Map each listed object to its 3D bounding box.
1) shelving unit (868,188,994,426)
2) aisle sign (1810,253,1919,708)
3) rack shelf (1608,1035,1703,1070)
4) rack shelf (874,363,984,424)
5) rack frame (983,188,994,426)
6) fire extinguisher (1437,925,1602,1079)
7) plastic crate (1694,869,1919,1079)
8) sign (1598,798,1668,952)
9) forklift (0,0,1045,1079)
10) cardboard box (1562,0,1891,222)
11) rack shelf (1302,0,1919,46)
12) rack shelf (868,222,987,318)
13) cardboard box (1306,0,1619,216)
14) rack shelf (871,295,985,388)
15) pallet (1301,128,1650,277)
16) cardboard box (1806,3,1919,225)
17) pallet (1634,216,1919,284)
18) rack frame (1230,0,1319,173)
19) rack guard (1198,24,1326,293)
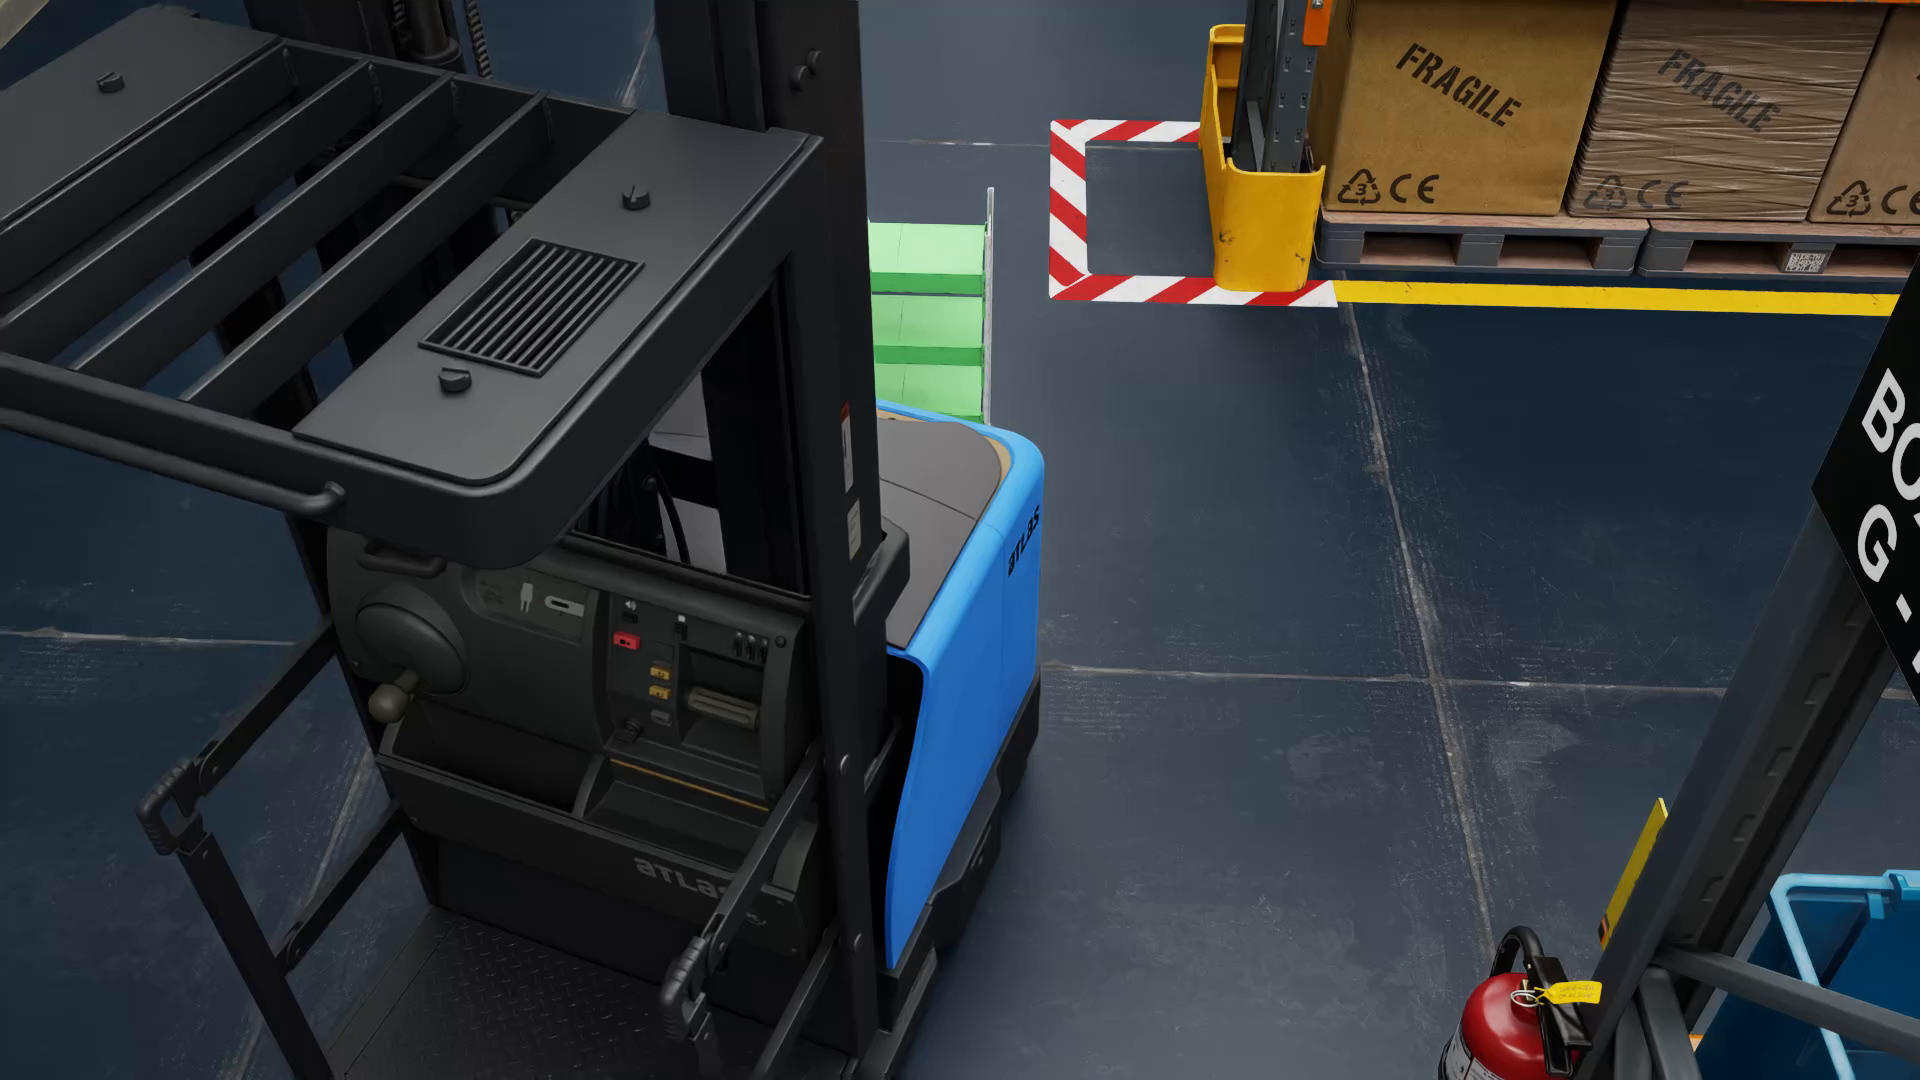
[{"bbox_3d":[-0.165,-0.444,4.846,0.503,1.200,0.258,2,43,2],"label":"shelving unit"},{"bbox_3d":[0.902,-0.209,1.366,0.004,0.787,0.394,2,43,2],"label":"aisle sign"},{"bbox_3d":[2.959,1.269,2.215,4.000,0.370,1.077,2,43,2],"label":"rack shelf"},{"bbox_3d":[-0.165,-0.397,4.890,0.480,0.148,0.258,2,43,2],"label":"rack shelf"},{"bbox_3d":[0.078,-0.437,4.838,0.015,1.200,0.240,2,43,2],"label":"rack frame"},{"bbox_3d":[0.831,0.795,2.526,0.183,0.674,0.296,2,43,2],"label":"fire extinguisher"},{"bbox_3d":[1.304,0.792,2.129,0.499,0.435,0.616,2,43,2],"label":"plastic crate"},{"bbox_3d":[0.970,0.509,2.383,0.005,0.325,0.100,2,43,2],"label":"sign"},{"bbox_3d":[-0.792,0.288,2.791,1.130,2.935,3.031,15,45,15],"label":"forklift"},{"bbox_3d":[2.736,-1.812,6.245,0.875,0.875,0.875,2,43,2],"label":"cardboard box"},{"bbox_3d":[3.182,-2.104,5.836,4.000,0.370,1.077,2,43,2],"label":"rack shelf"},{"bbox_3d":[-0.165,-0.749,4.563,0.480,0.148,0.258,2,43,2],"label":"rack shelf"},{"bbox_3d":[1.827,-1.840,6.275,0.875,0.875,0.875,2,43,2],"label":"cardboard box"},{"bbox_3d":[-0.165,-0.573,4.726,0.480,0.148,0.258,2,43,2],"label":"rack shelf"},{"bbox_3d":[1.987,-1.437,6.638,1.213,0.211,1.003,2,43,2],"label":"pallet"},{"bbox_3d":[3.625,-1.784,6.215,0.875,0.875,0.875,2,43,2],"label":"cardboard box"},{"bbox_3d":[3.202,-1.398,6.595,1.213,0.211,1.003,2,43,2],"label":"pallet"},{"bbox_3d":[1.184,-2.428,5.656,0.127,3.000,1.000,2,43,2],"label":"rack frame"},{"bbox_3d":[1.160,-1.515,6.509,0.348,0.500,1.175,2,43,2],"label":"rack guard"}]
